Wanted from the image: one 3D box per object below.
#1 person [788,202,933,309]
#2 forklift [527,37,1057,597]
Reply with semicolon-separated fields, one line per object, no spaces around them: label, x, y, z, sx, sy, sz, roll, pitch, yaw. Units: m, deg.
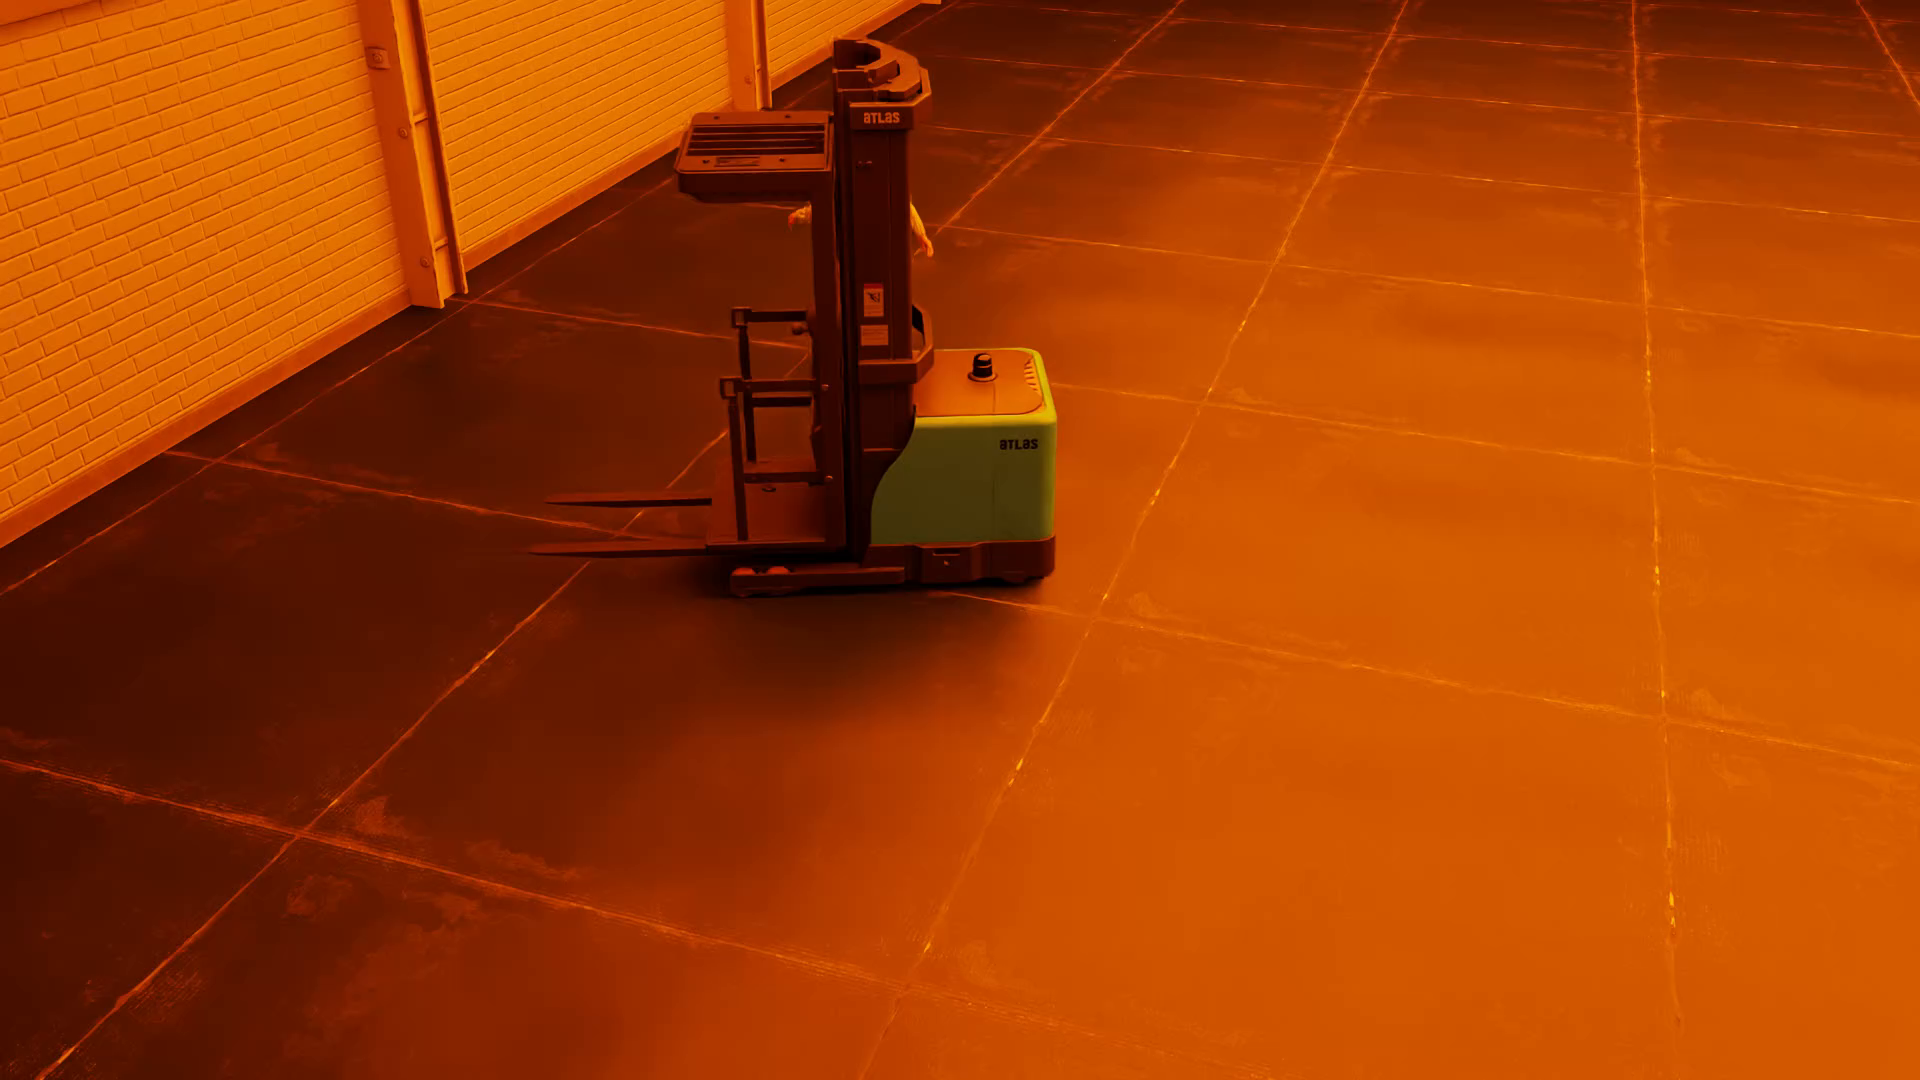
person;-0.712;-2.140;12.125;0.974;1.774;0.695;-12;32;-20
forklift;-0.986;-1.218;9.273;3.031;2.935;1.130;-2;30;-3
